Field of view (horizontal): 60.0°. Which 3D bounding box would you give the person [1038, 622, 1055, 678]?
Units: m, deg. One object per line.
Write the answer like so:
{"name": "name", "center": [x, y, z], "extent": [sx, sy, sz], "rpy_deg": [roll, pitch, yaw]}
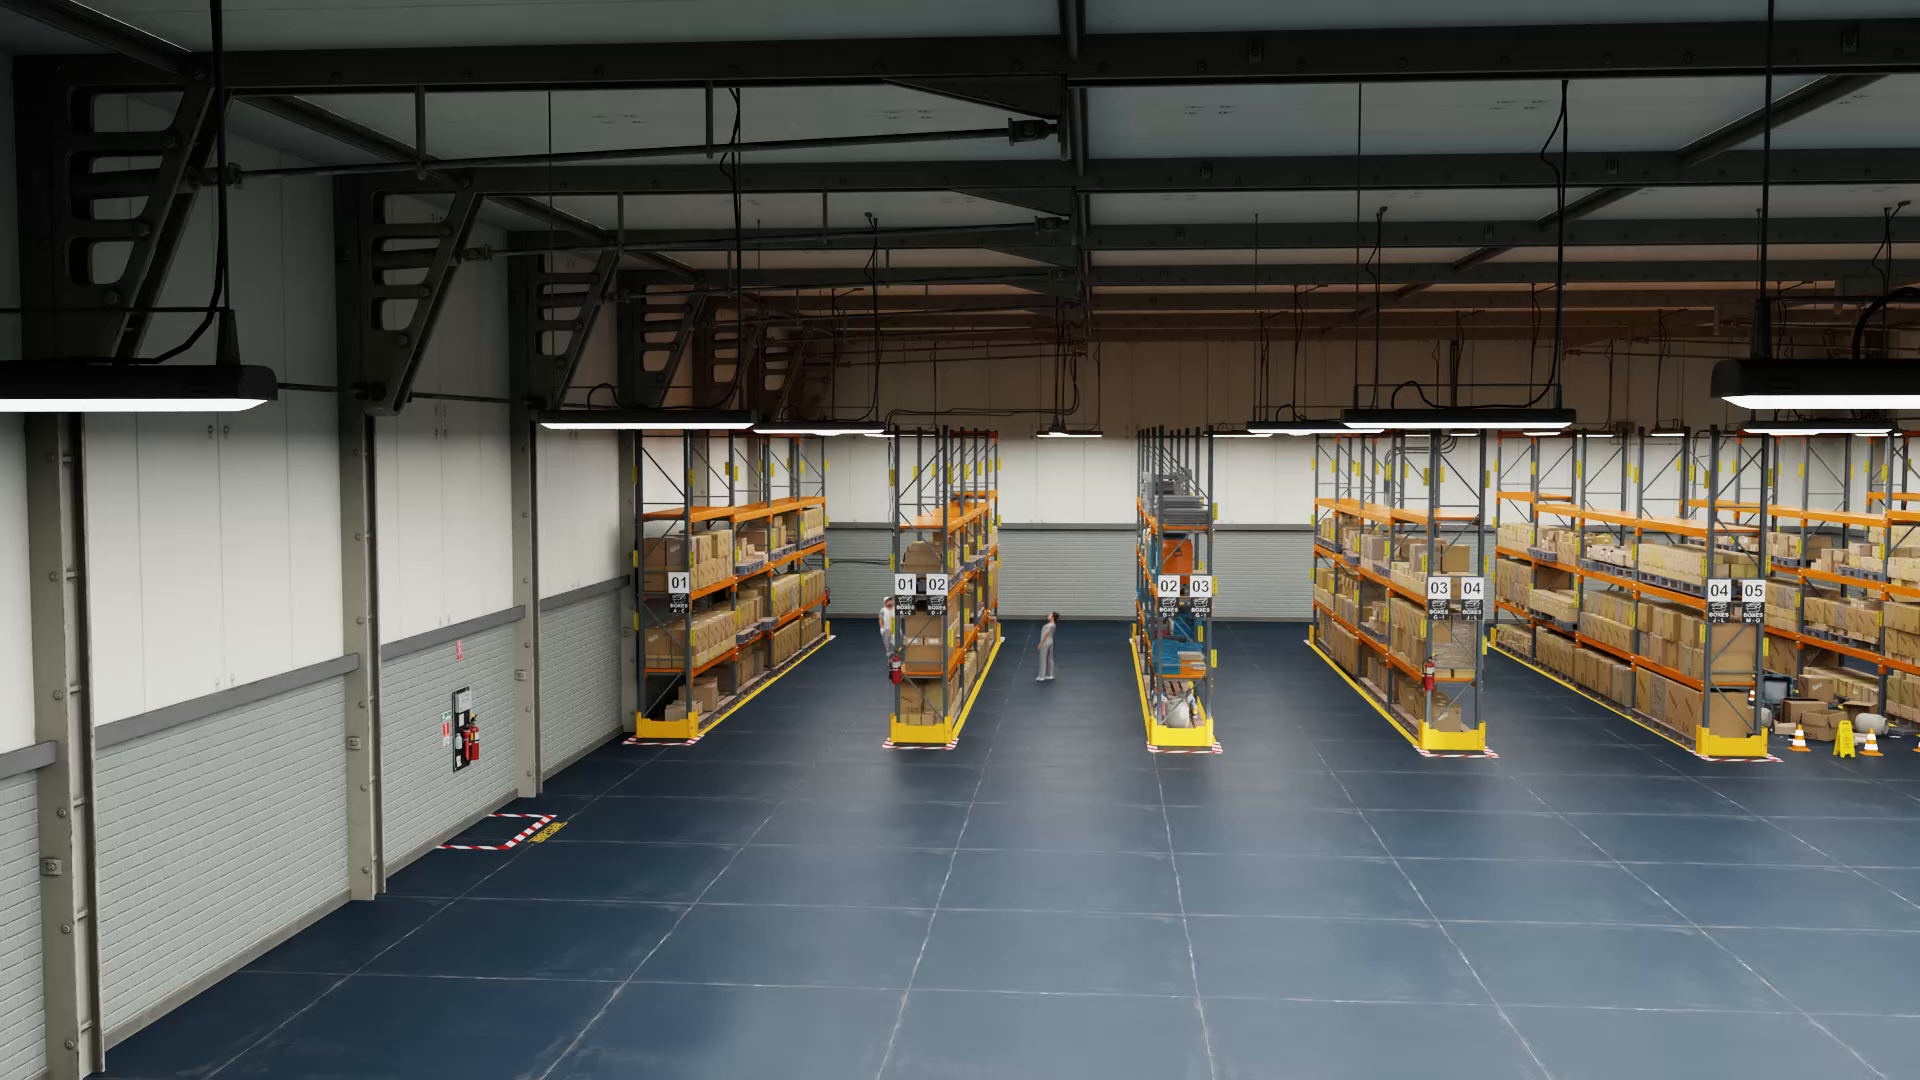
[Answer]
{"name": "person", "center": [2.085, 2.616, 39.639], "extent": [0.338, 1.310, 0.522], "rpy_deg": [2, 4, 29]}

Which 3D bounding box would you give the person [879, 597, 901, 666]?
{"name": "person", "center": [-1.777, 2.324, 41.763], "extent": [0.525, 1.773, 0.574], "rpy_deg": [1, 4, 16]}
